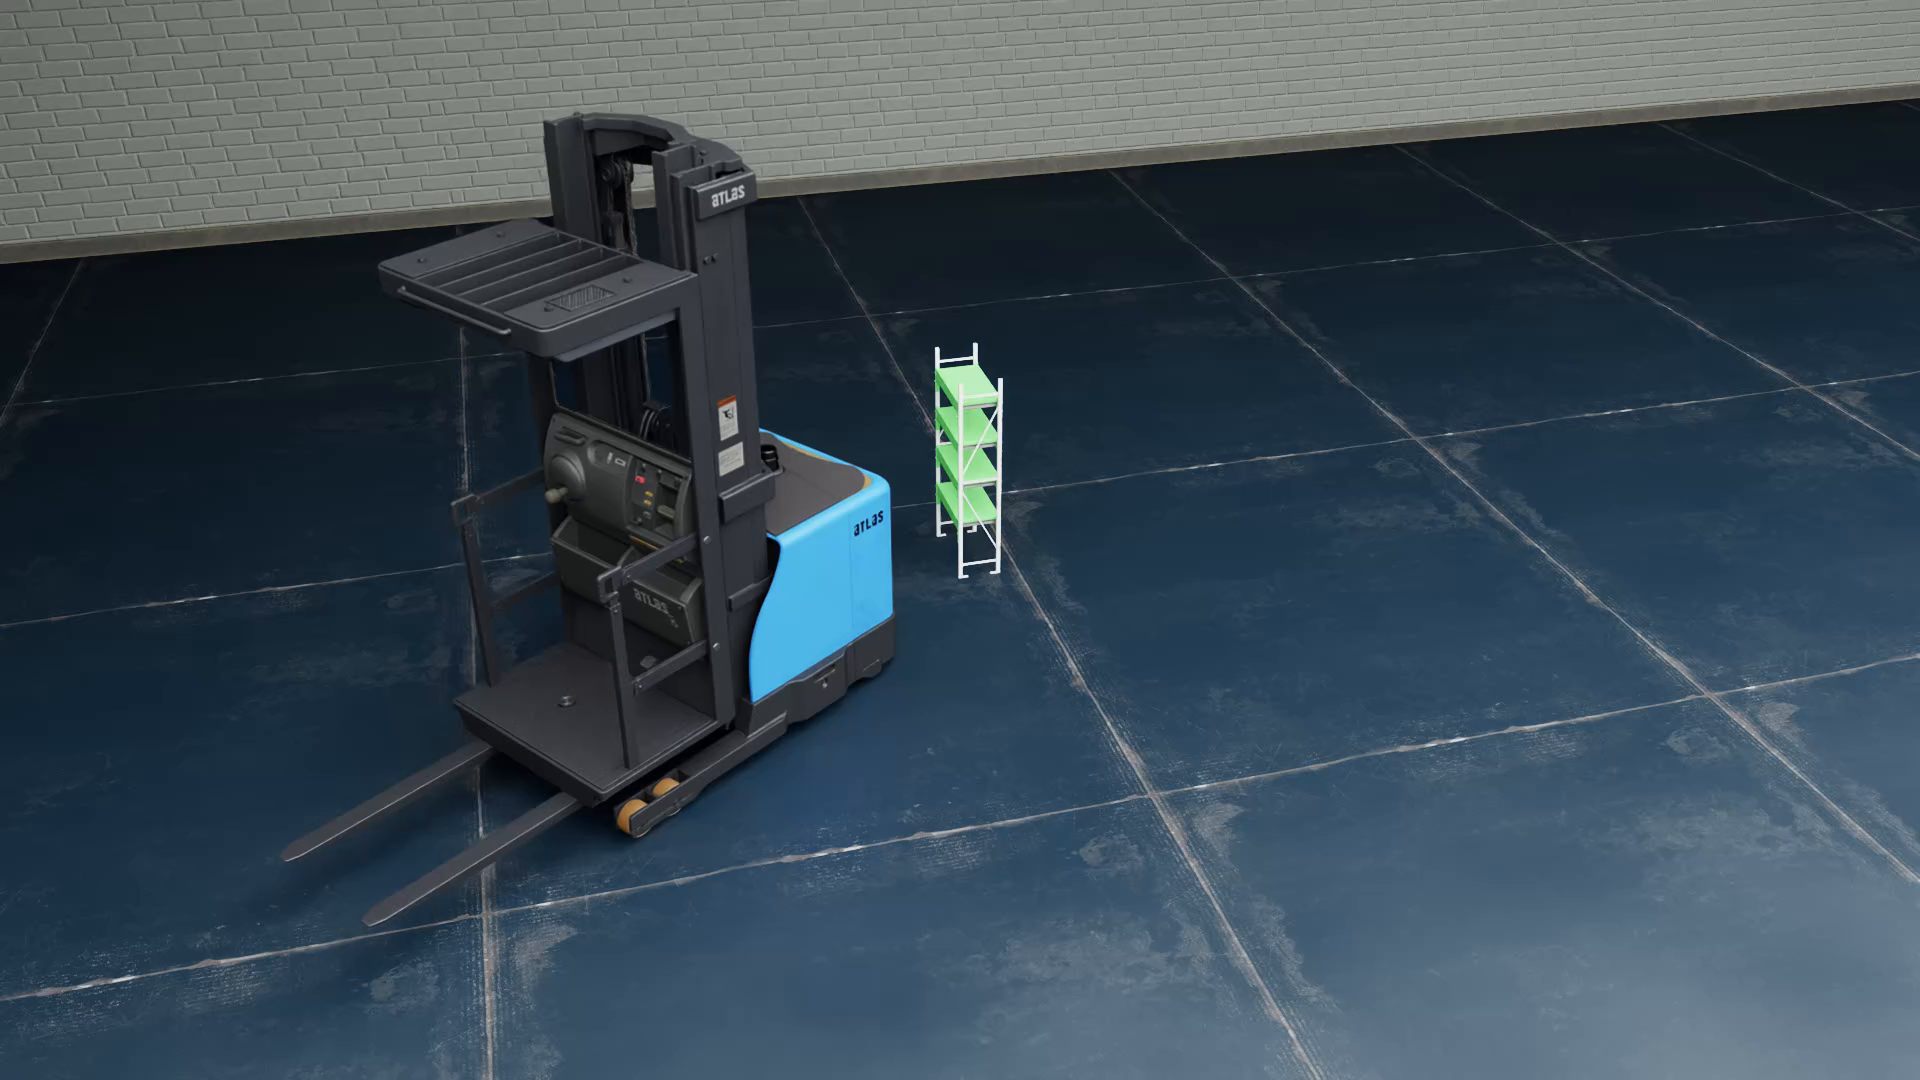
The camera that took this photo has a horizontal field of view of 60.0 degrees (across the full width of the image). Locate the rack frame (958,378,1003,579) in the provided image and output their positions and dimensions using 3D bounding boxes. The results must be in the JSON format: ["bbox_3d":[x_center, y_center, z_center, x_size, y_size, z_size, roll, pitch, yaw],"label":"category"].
[{"bbox_3d":[0.109,-0.321,9.108,0.240,1.200,0.015,-8,31,-13],"label":"rack frame"}]

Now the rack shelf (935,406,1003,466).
[{"bbox_3d":[0.044,-0.592,9.223,0.258,0.148,0.480,-8,31,-13],"label":"rack shelf"}]

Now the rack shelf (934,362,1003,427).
[{"bbox_3d":[0.044,-0.799,9.103,0.258,0.148,0.480,-8,31,-13],"label":"rack shelf"}]

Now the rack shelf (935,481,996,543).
[{"bbox_3d":[0.044,-0.176,9.464,0.258,0.148,0.480,-8,31,-13],"label":"rack shelf"}]

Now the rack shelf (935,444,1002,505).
[{"bbox_3d":[0.044,-0.384,9.343,0.258,0.148,0.480,-8,31,-13],"label":"rack shelf"}]

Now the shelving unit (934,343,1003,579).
[{"bbox_3d":[0.044,-0.439,9.311,0.258,1.200,0.503,-8,31,-13],"label":"shelving unit"}]

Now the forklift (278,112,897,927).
[{"bbox_3d":[-1.653,-0.222,7.208,1.130,2.935,3.031,22,37,33],"label":"forklift"}]

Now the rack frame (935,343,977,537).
[{"bbox_3d":[-0.021,-0.557,9.515,0.240,1.200,0.015,-8,31,-13],"label":"rack frame"}]
